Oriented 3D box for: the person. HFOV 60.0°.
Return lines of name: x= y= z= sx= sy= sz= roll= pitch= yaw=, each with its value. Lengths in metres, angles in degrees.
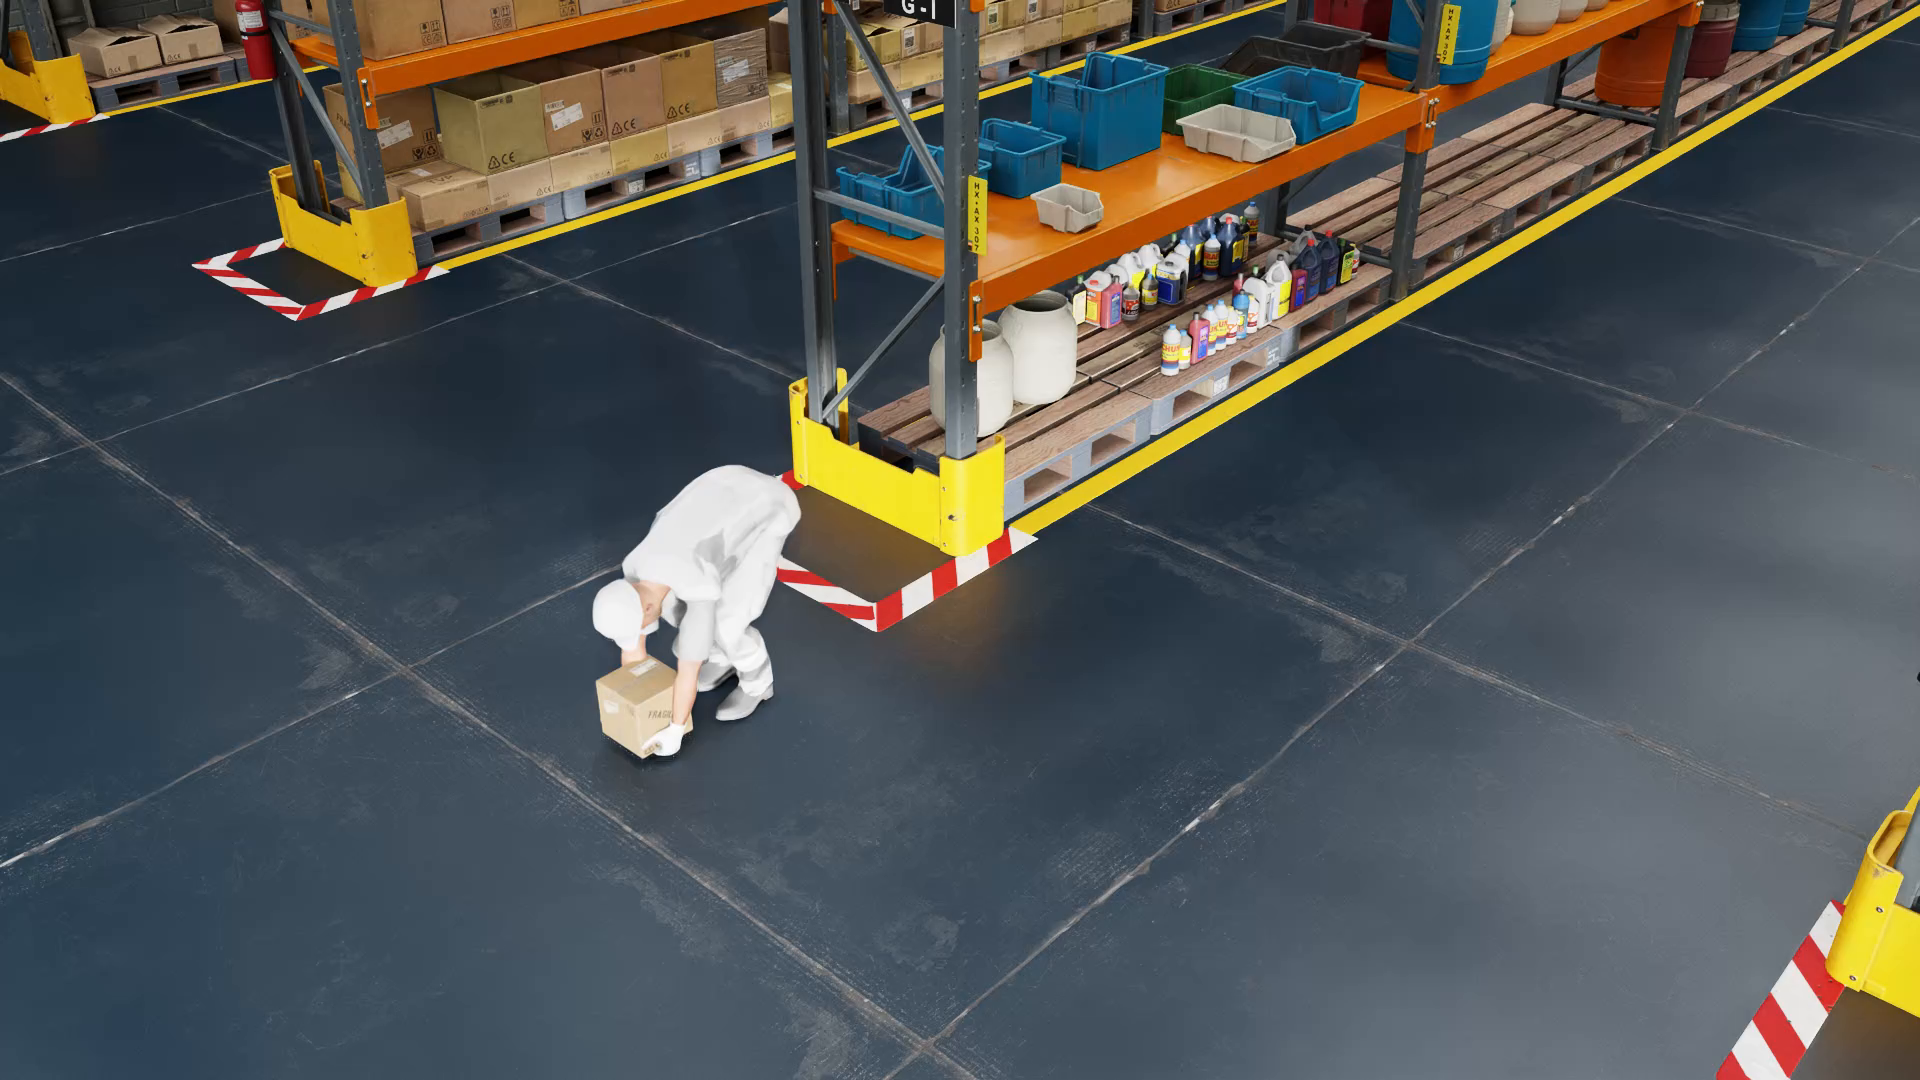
person: x=-1.021 y=0.263 z=6.461 sx=0.521 sy=0.970 sz=0.948 roll=23 pitch=38 yaw=33
